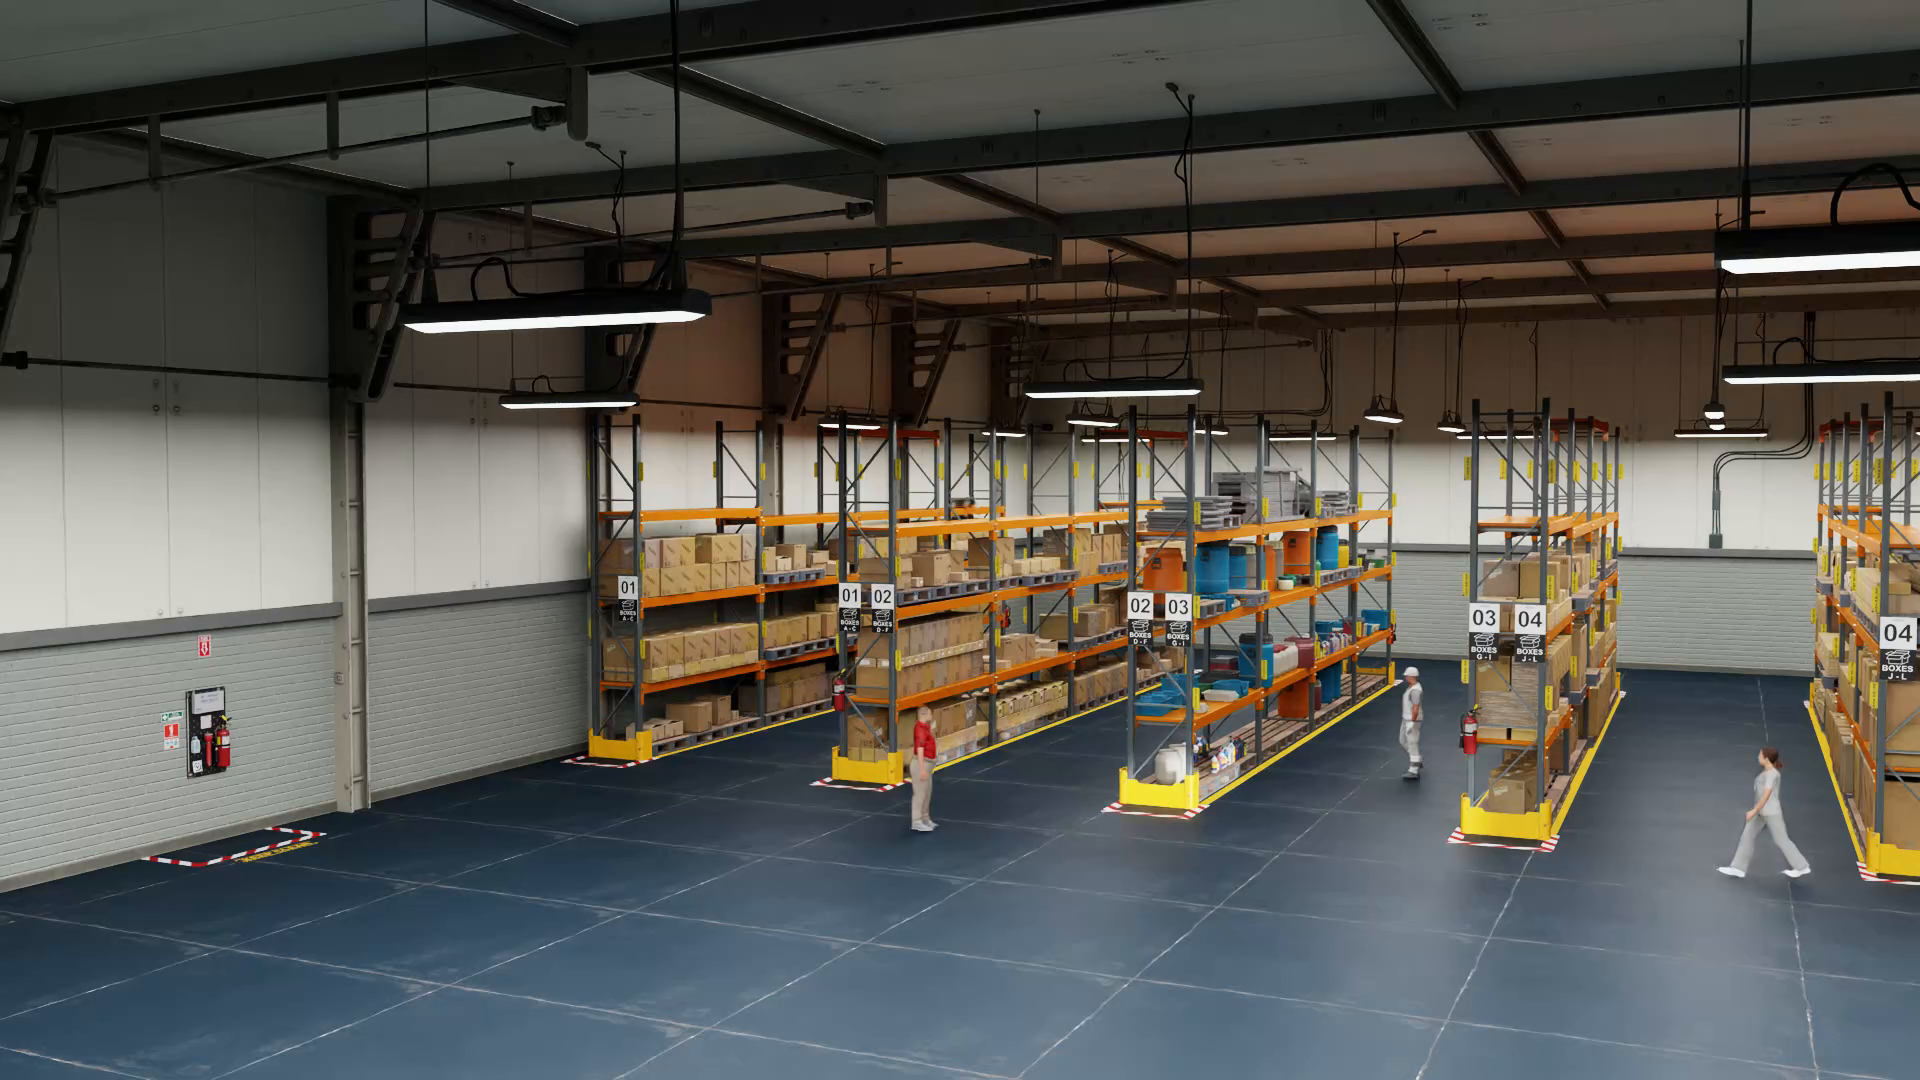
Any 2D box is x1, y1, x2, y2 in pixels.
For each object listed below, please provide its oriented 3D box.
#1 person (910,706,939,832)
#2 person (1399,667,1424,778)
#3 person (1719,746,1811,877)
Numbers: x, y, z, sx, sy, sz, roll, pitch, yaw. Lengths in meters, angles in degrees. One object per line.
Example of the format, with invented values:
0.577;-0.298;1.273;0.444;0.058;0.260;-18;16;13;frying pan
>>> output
-0.485;3.207;23.248;0.412;1.767;0.637;0;2;-1;person
7.432;2.979;27.283;0.440;1.790;0.632;0;2;3;person
9.886;3.340;20.370;1.027;1.628;0.404;0;2;-1;person
